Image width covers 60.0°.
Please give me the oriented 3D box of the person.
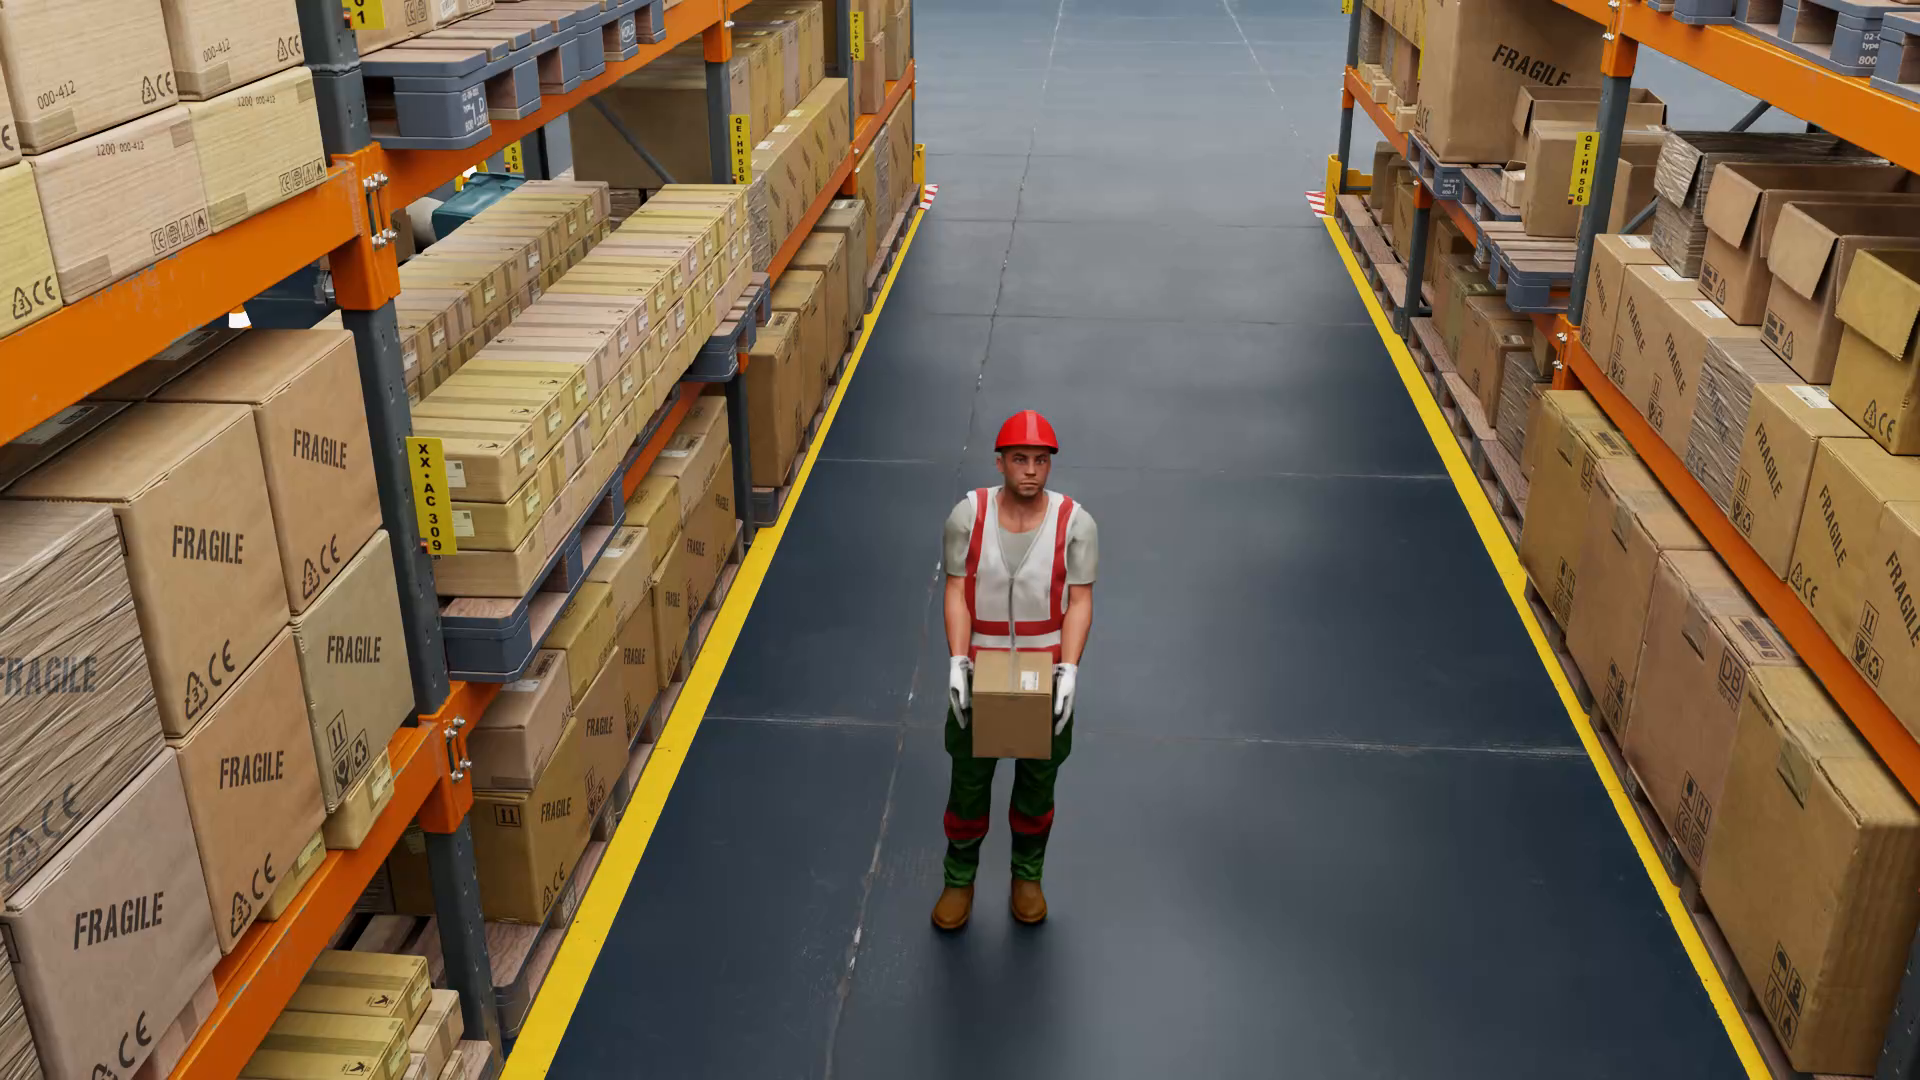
[{"bbox_3d":[0.181,0.461,5.547,0.539,1.793,0.513,2,24,5],"label":"person"}]
